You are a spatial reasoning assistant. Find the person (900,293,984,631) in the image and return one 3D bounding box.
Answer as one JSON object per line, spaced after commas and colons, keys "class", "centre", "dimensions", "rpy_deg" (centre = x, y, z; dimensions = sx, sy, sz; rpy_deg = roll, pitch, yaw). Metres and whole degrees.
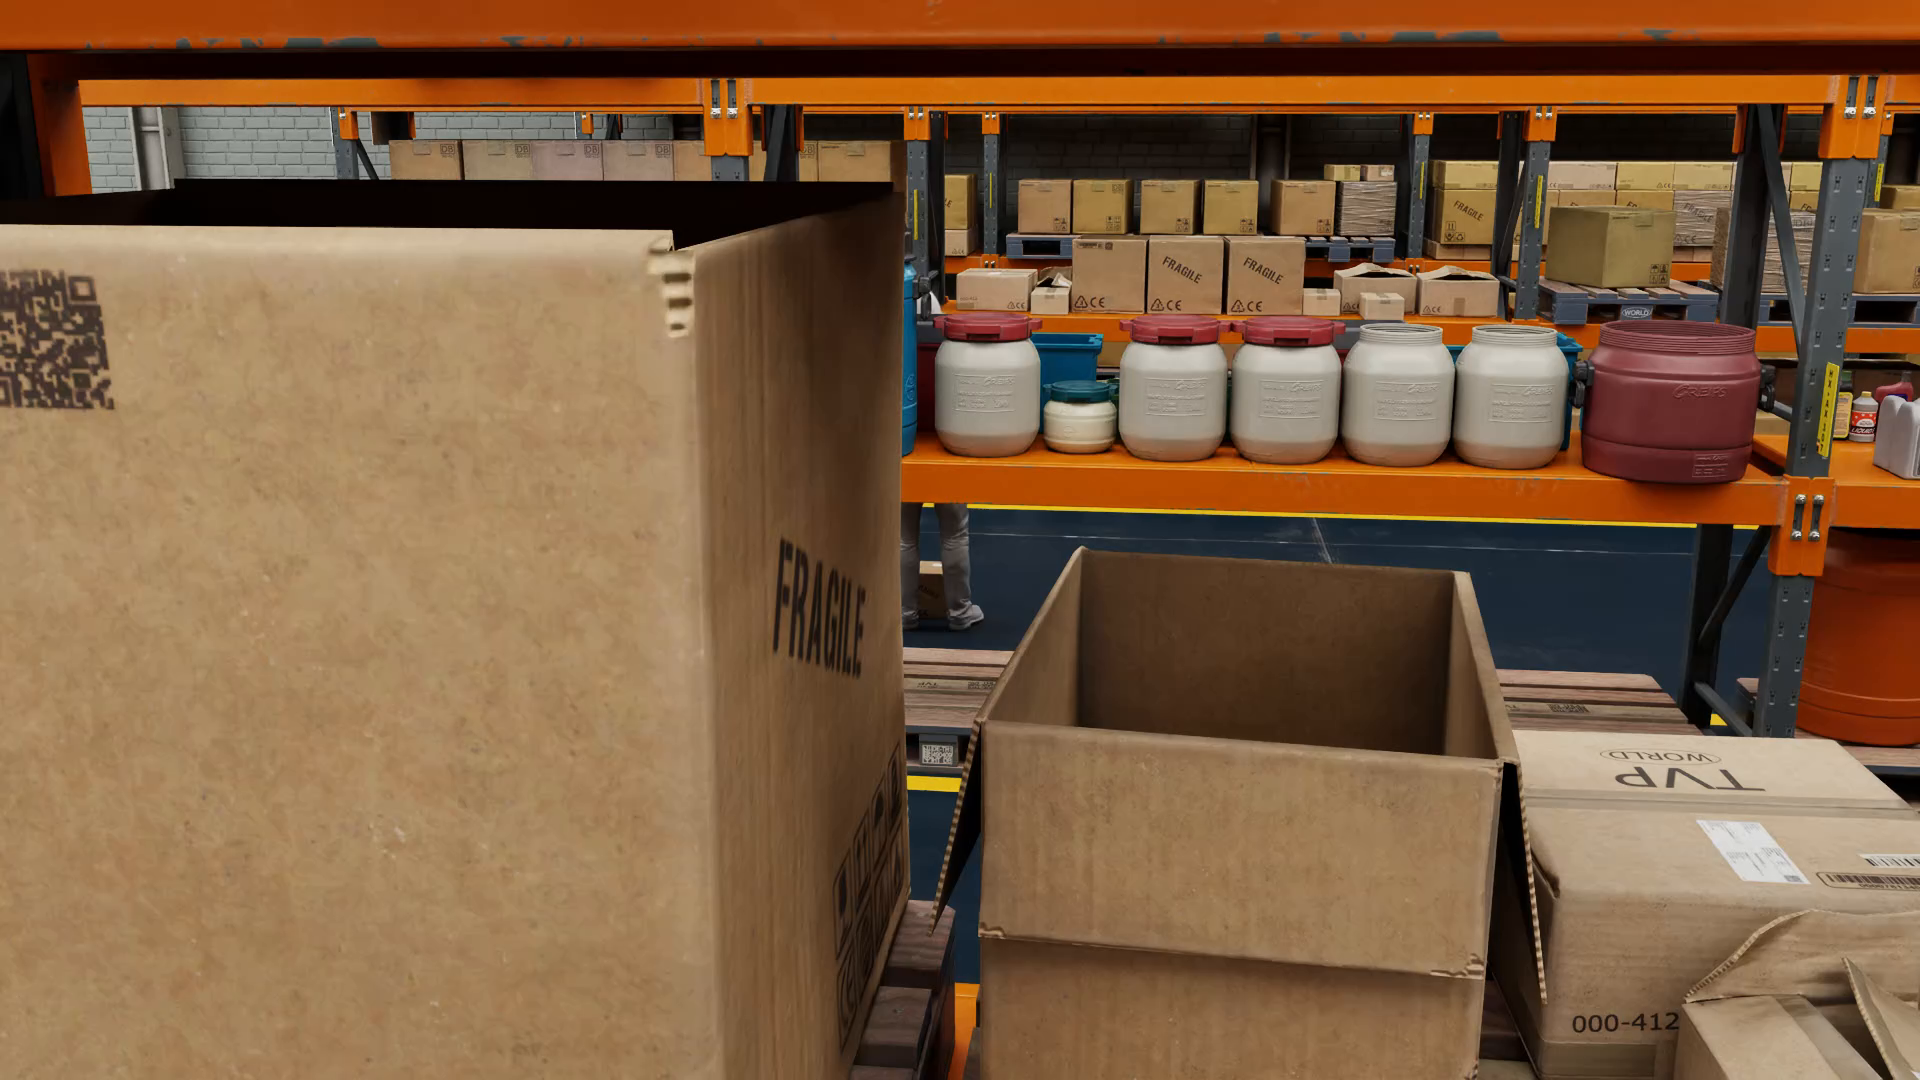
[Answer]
{"class": "person", "centre": [-0.176, -0.405, 8.583], "dimensions": [0.633, 1.755, 0.462], "rpy_deg": [1, 14, 3]}
